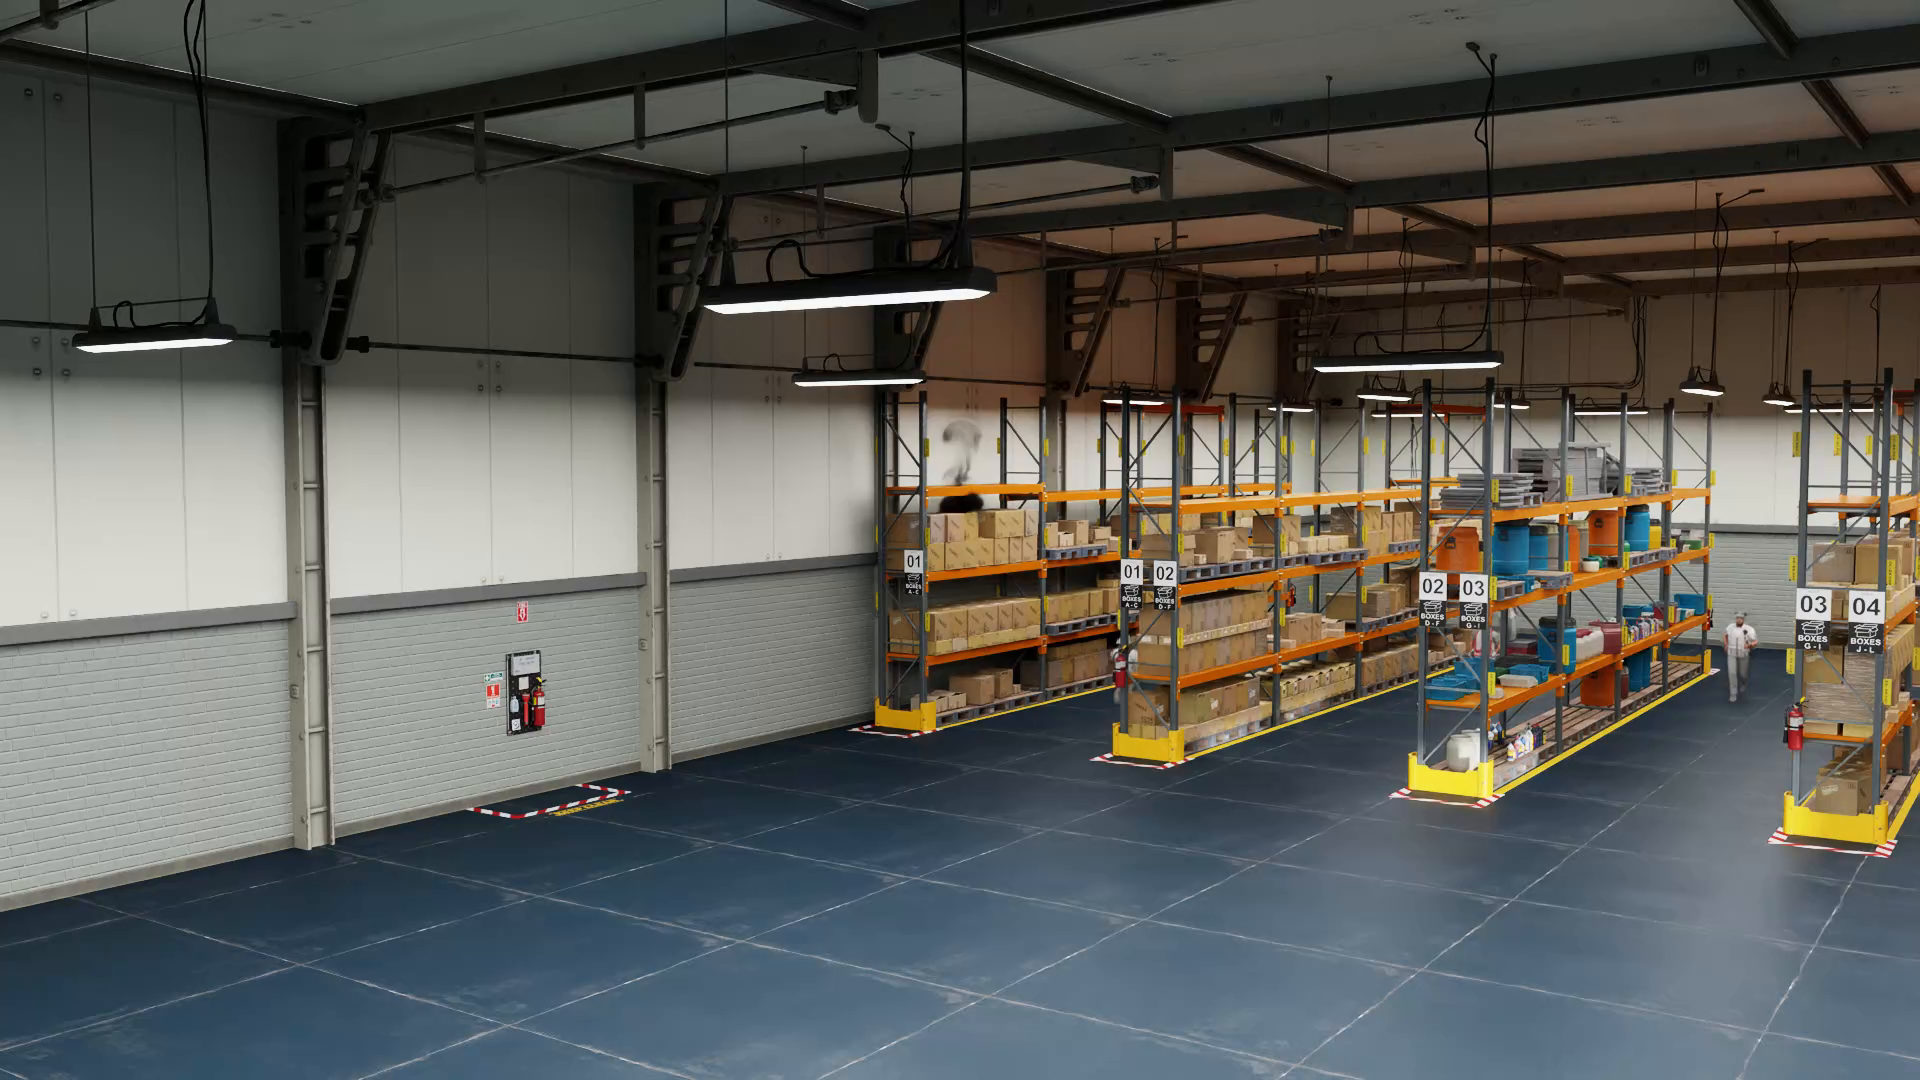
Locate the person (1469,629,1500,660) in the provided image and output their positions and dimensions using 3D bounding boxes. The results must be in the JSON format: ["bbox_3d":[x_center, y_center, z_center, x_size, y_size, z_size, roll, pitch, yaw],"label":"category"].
[{"bbox_3d":[10.178,2.338,32.293,0.655,1.774,0.804,2,4,34],"label":"person"}]

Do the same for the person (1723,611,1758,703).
[{"bbox_3d":[15.465,2.293,33.021,0.652,1.785,0.956,2,4,33],"label":"person"}]

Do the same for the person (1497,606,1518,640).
[{"bbox_3d":[13.403,1.931,40.888,0.617,1.696,0.748,-1,3,-15],"label":"person"}]

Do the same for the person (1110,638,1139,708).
[{"bbox_3d":[2.920,2.538,29.433,0.689,1.685,0.733,2,4,26],"label":"person"}]
